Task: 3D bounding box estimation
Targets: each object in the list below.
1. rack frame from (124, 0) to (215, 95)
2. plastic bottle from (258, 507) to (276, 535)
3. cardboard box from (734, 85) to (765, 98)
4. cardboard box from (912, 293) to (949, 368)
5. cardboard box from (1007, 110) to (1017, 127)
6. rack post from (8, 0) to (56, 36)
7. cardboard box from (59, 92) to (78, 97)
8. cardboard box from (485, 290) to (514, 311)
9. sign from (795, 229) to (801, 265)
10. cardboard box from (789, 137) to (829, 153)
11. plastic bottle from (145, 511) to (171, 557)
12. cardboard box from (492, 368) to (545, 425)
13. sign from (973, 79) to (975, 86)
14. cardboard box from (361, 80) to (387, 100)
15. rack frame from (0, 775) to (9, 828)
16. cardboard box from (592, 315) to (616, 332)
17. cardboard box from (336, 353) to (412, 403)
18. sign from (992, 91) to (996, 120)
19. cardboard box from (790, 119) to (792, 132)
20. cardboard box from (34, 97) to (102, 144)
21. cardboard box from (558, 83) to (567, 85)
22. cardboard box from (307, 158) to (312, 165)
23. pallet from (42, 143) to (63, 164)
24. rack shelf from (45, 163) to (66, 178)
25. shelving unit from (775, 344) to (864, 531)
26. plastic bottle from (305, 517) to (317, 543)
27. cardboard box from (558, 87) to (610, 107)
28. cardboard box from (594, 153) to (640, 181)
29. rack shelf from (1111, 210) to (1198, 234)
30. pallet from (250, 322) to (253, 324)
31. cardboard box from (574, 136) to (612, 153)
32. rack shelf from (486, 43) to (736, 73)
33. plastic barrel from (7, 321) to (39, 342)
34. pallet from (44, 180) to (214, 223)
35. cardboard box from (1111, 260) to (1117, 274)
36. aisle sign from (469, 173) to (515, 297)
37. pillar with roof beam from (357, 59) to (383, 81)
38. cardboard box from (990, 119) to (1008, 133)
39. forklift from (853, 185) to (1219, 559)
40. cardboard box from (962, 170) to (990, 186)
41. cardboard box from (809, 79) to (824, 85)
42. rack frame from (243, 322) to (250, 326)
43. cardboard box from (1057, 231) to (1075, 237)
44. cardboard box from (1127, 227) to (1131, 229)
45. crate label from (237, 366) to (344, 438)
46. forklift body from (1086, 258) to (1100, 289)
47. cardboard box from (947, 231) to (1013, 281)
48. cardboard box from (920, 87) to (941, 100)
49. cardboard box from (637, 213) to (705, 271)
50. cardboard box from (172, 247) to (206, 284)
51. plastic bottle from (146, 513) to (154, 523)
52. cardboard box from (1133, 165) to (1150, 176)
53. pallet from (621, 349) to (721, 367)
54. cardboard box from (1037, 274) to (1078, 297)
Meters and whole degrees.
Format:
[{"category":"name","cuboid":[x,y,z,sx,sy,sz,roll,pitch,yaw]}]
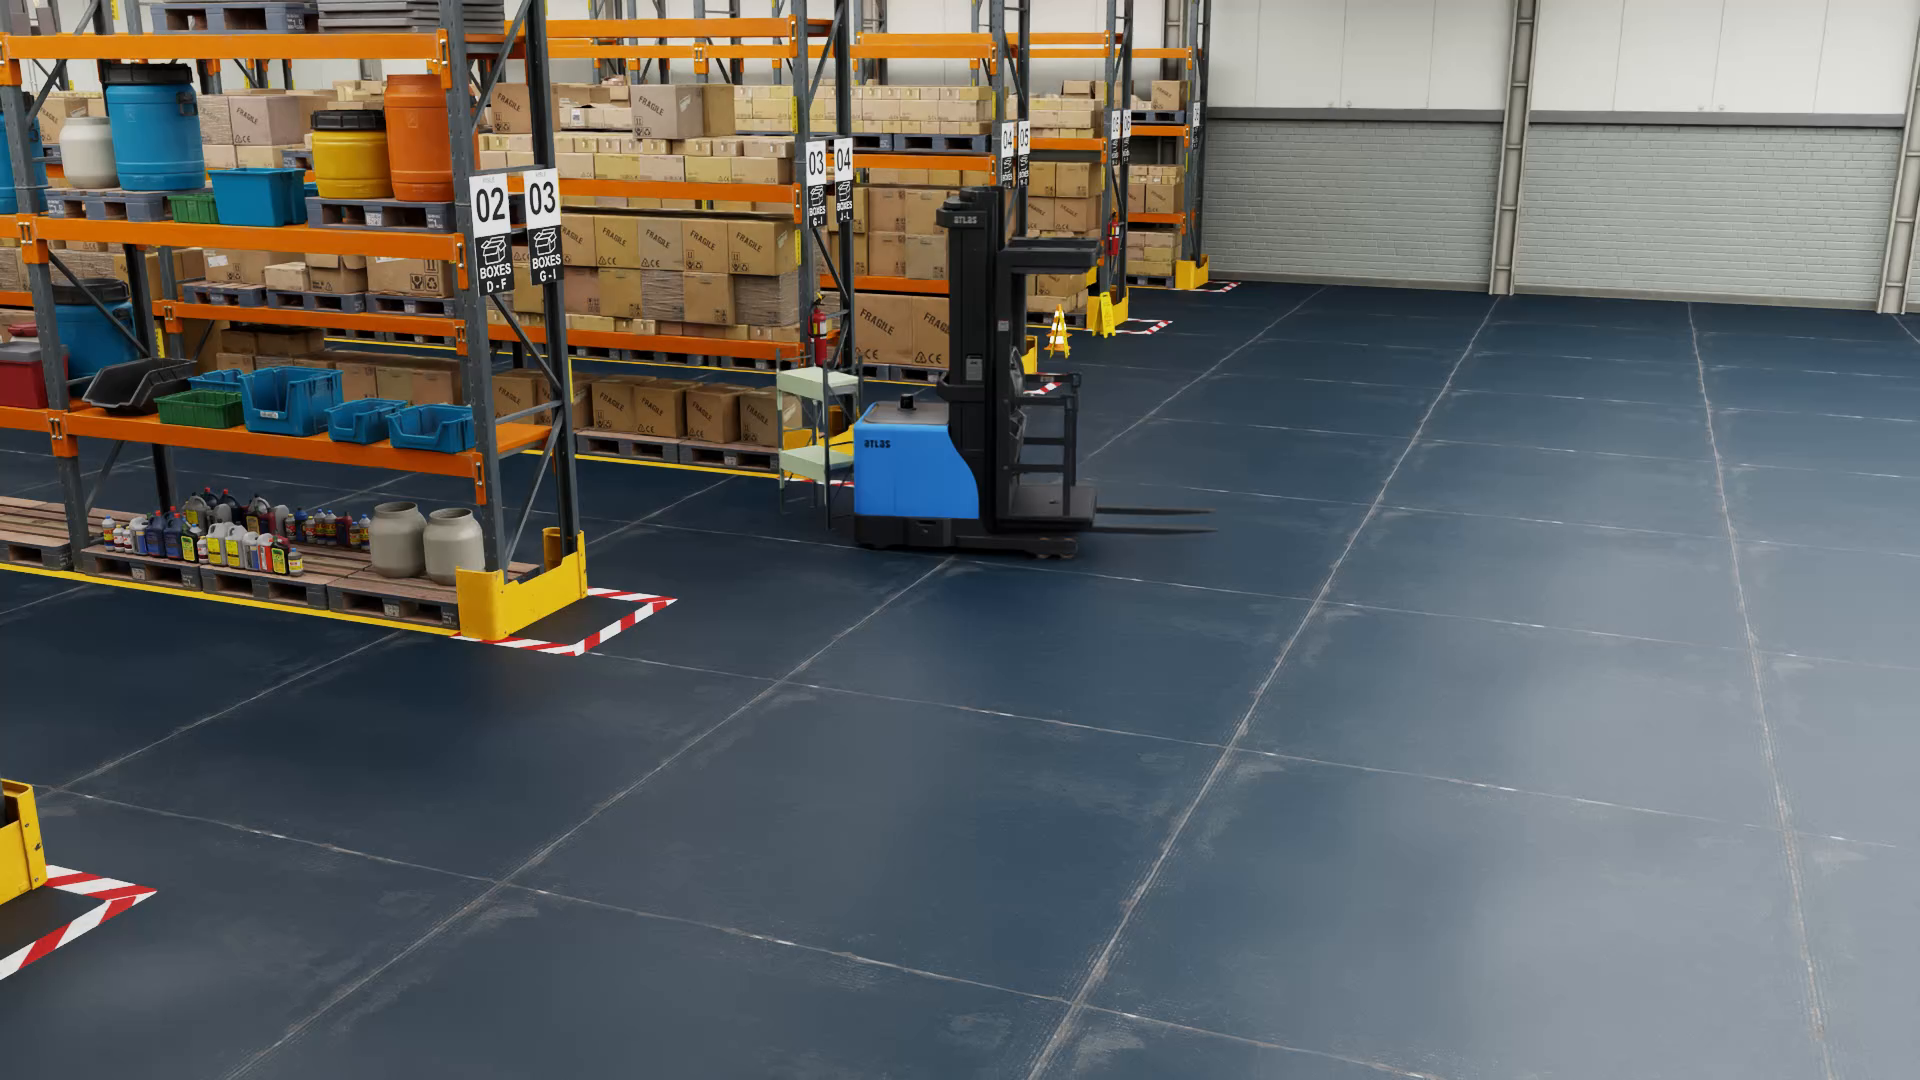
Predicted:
[{"category":"rack frame","cuboid":[-8.739,-5.881,18.290,0.127,3.000,1.000,6,17,21]},{"category":"plastic bottle","cuboid":[-5.540,-0.124,13.303,0.133,0.283,0.061,6,17,21]},{"category":"cardboard box","cuboid":[-2.652,-5.668,21.025,0.250,0.149,0.380,6,17,20]},{"category":"cardboard box","cuboid":[-0.038,-2.691,21.121,0.875,0.875,0.875,6,17,21]},{"category":"cardboard box","cuboid":[0.812,-6.349,25.019,0.500,0.250,0.500,7,18,22]},{"category":"rack post","cuboid":[-8.699,-4.462,13.045,3.121,1.000,1.013,6,17,21]},{"category":"cardboard box","cuboid":[-13.367,-6.700,25.148,0.250,0.149,0.380,7,17,21]},{"category":"cardboard box","cuboid":[-4.622,-2.719,17.448,0.500,0.500,0.875,6,17,21]},{"category":"sign","cuboid":[-1.519,-2.747,15.613,0.005,0.325,0.100,6,17,21]},{"category":"cardboard box","cuboid":[-1.468,-3.830,16.158,0.250,0.149,0.380,6,17,20]},{"category":"plastic bottle","cuboid":[-6.237,-0.055,12.945,0.185,0.351,0.144,7,18,22]},{"category":"cardboard box","cuboid":[-4.661,-1.541,17.830,0.500,0.500,0.500,6,17,19]},{"category":"sign","cuboid":[0.246,-8.147,29.984,0.005,0.325,0.100,6,17,21]},{"category":"cardboard box","cuboid":[-10.090,-7.849,29.331,0.637,0.503,0.797,8,18,25]},{"category":"rack frame","cuboid":[-4.935,0.387,7.459,0.127,3.000,1.000,6,17,21]},{"category":"cardboard box","cuboid":[-3.528,-2.220,16.891,0.250,0.149,0.380,6,17,21]},{"category":"cardboard box","cuboid":[-6.539,-1.781,18.622,0.500,0.500,0.700,5,17,16]},{"category":"sign","cuboid":[0.405,-5.146,19.693,0.005,0.325,0.100,6,17,21]},{"category":"cardboard box","cuboid":[-1.943,-5.207,20.868,0.250,0.149,0.380,6,17,20]},{"category":"cardboard box","cuboid":[-10.168,-4.799,19.012,0.500,0.500,0.500,7,18,24]},{"category":"cardboard box","cuboid":[-8.039,-9.057,33.450,0.500,0.250,0.500,6,17,20]},{"category":"cardboard box","cuboid":[-7.274,-4.284,18.439,0.500,0.250,0.500,7,18,22]},{"category":"pallet","cuboid":[-10.399,-4.515,19.306,1.213,0.211,1.003,7,18,23]},{"category":"rack shelf","cuboid":[-10.600,-4.299,19.513,4.000,0.370,1.077,6,17,21]},{"category":"shelving unit","cuboid":[-1.227,-0.910,14.619,0.431,1.500,0.755,-13,20,-37]},{"category":"plastic bottle","cuboid":[-5.191,-0.086,13.320,0.097,0.201,0.097,0,16,0]},{"category":"cardboard box","cuboid":[-5.105,-5.909,22.655,0.500,0.500,0.500,6,17,21]},{"category":"cardboard box","cuboid":[-3.248,-3.688,16.387,0.500,0.250,0.500,6,17,20]},{"category":"rack shelf","cuboid":[2.296,-5.899,30.402,4.000,0.370,1.077,6,17,21]},{"category":"pallet","cuboid":[-11.184,-3.405,25.525,1.213,0.211,1.003,6,17,21]},{"category":"cardboard box","cuboid":[-3.602,-3.914,16.448,0.250,0.149,0.380,6,17,20]},{"category":"rack shelf","cuboid":[-4.965,-6.415,22.137,4.000,0.370,1.077,6,17,21]},{"category":"plastic barrel","cuboid":[-7.645,-1.526,13.806,0.433,0.535,0.433,0,16,0]},{"category":"pallet","cuboid":[-6.128,-2.607,12.734,1.003,0.211,1.213,6,17,21]},{"category":"cardboard box","cuboid":[2.683,-4.994,30.173,0.500,0.250,0.500,6,17,21]},{"category":"aisle sign","cuboid":[-3.156,-2.061,11.230,0.004,0.787,0.394,6,17,21]},{"category":"pillar with roof beam","cuboid":[-14.484,-9.950,32.308,0.400,9.000,9.100,6,17,21]},{"category":"cardboard box","cuboid":[0.415,-5.145,20.655,0.250,0.149,0.380,6,17,21]},{"category":"forklift","cuboid":[0.660,-1.410,13.772,3.031,2.935,1.130,2,16,6]},{"category":"cardboard box","cuboid":[0.390,-5.585,25.524,0.500,0.500,0.700,6,17,20]},{"category":"cardboard box","cuboid":[-2.701,-8.459,31.438,0.500,0.500,0.500,6,17,21]},{"category":"rack frame","cuboid":[-10.546,-4.685,24.932,0.127,3.000,1.000,6,17,21]},{"category":"cardboard box","cuboid":[1.636,-4.611,25.127,0.250,0.149,0.380,6,17,20]},{"category":"cardboard box","cuboid":[2.852,-5.603,30.479,0.500,0.250,0.500,6,17,20]},{"category":"crate label","cuboid":[-4.926,-1.032,12.285,0.616,0.435,0.502,6,17,21]},{"category":"forklift body","cuboid":[1.723,-5.353,28.753,1.214,2.155,2.313,6,17,21]},{"category":"cardboard box","cuboid":[0.255,-3.556,20.773,0.550,0.550,0.875,6,17,21]},{"category":"cardboard box","cuboid":[-0.291,-5.409,20.132,0.250,0.149,0.380,7,17,22]},{"category":"cardboard box","cuboid":[-2.831,-2.946,16.435,0.500,0.500,0.500,6,17,21]},{"category":"cardboard box","cuboid":[-9.091,-3.168,19.527,0.500,0.500,0.500,7,18,22]},{"category":"plastic bottle","cuboid":[-6.351,-0.068,13.112,0.133,0.283,0.061,6,17,21]},{"category":"cardboard box","cuboid":[3.252,-6.561,29.516,0.250,0.149,0.380,7,17,22]},{"category":"pallet","cuboid":[-3.850,-2.587,22.706,1.213,0.211,1.003,6,17,21]},{"category":"cardboard box","cuboid":[1.498,-4.007,25.431,0.500,0.500,0.500,6,17,21]}]
